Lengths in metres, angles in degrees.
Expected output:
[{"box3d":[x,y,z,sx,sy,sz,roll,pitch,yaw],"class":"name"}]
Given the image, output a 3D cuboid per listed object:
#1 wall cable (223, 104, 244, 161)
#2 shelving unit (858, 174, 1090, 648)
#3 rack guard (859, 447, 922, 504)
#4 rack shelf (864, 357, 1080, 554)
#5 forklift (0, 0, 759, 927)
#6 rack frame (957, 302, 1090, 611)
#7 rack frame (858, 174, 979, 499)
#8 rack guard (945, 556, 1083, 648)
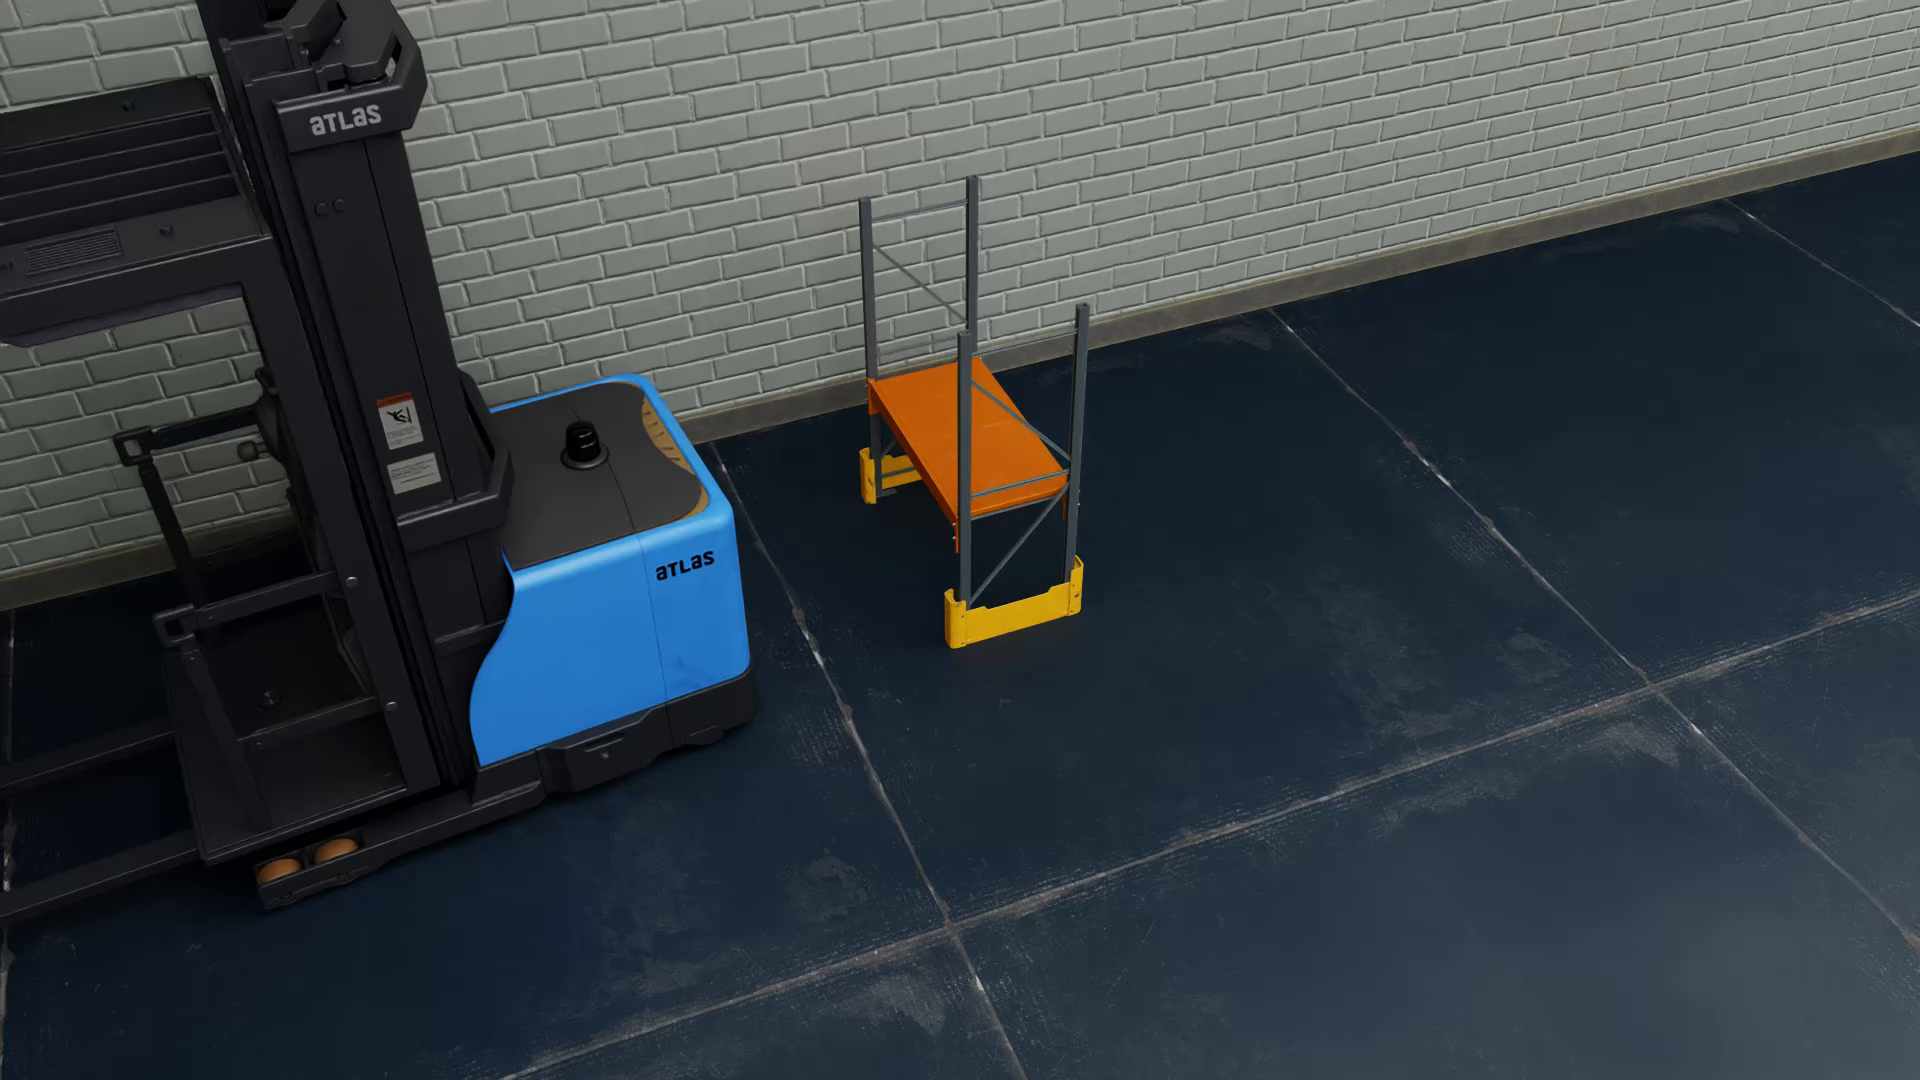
[{"box3d":[-3.900,-1.949,4.997,3.097,2.526,0.112,-15,43,-17],"class":"wall cable"},{"box3d":[0.029,-0.523,6.708,0.587,1.500,1.083,-15,43,-17],"class":"shelving unit"},{"box3d":[-0.161,-0.349,7.464,0.587,0.250,0.087,-15,43,-17],"class":"rack guard"},{"box3d":[0.033,-0.381,6.818,0.538,0.185,1.000,-15,43,-17],"class":"rack shelf"},{"box3d":[-2.322,-0.238,5.279,3.031,2.935,1.130,-19,44,-20],"class":"forklift"},{"box3d":[0.227,-0.211,6.345,0.500,1.500,0.032,-15,43,-17],"class":"rack frame"},{"box3d":[-0.162,-0.823,7.057,0.500,1.500,0.032,-15,43,-17],"class":"rack frame"},{"box3d":[0.220,0.251,6.766,0.587,0.250,0.087,-15,43,-17],"class":"rack guard"}]
